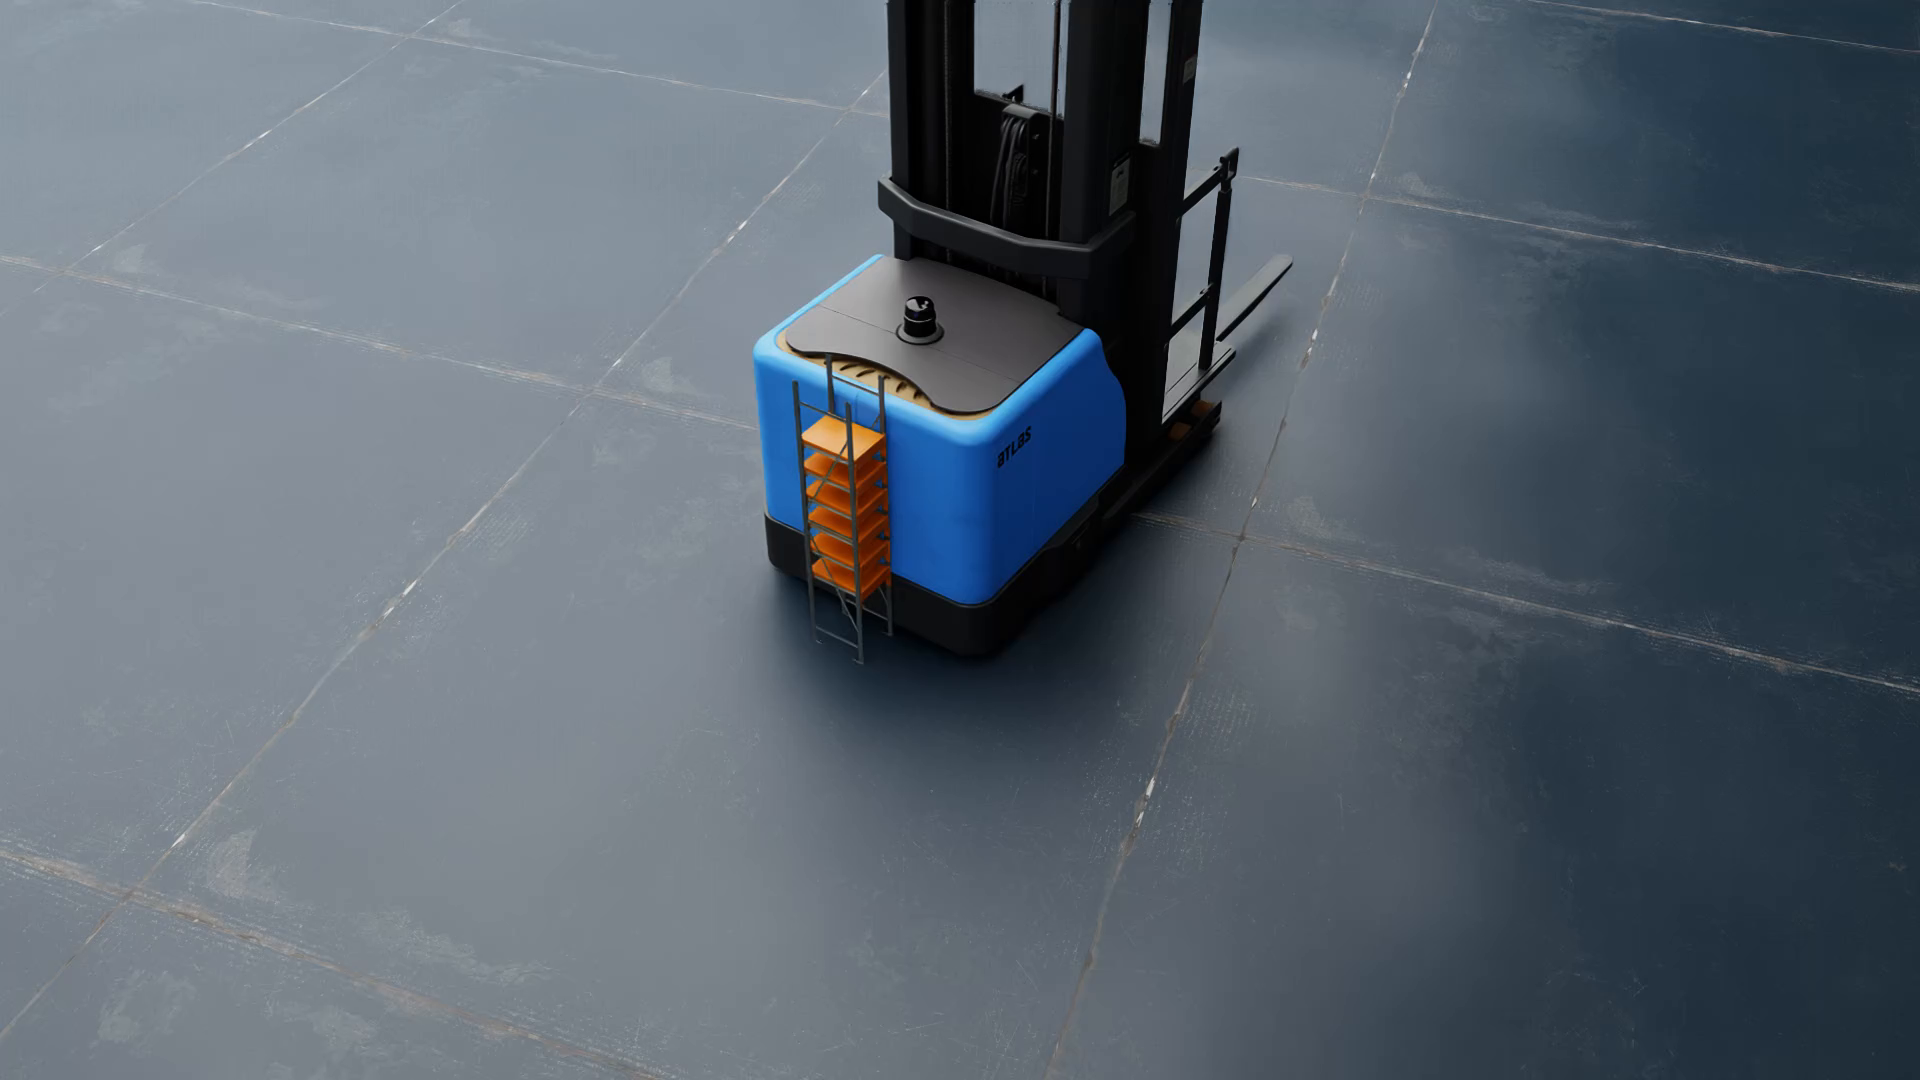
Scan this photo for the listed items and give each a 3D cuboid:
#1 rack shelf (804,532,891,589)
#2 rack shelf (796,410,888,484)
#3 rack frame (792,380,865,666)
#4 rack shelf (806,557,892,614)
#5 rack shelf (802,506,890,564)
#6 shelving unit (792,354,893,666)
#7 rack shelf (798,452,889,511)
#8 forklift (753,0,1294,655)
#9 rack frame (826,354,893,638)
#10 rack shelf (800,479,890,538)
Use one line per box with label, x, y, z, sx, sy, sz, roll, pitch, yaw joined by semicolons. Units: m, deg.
rack shelf;-0.406;0.045;6.027;0.258;0.103;0.180;24;46;25
rack shelf;-0.406;-0.321;5.715;0.258;0.103;0.180;24;46;25
rack frame;-0.457;-0.031;5.862;0.240;1.200;0.006;24;46;25
rack shelf;-0.406;0.136;6.105;0.258;0.103;0.180;24;46;25
rack shelf;-0.406;-0.047;5.949;0.258;0.103;0.180;24;46;25
shelving unit;-0.406;-0.081;5.920;0.258;1.200;0.189;24;46;25
rack shelf;-0.406;-0.229;5.793;0.258;0.103;0.180;24;46;25
forklift;0.482;-1.613;6.382;1.130;2.935;3.031;24;46;25
rack frame;-0.355;-0.130;5.978;0.240;1.200;0.006;24;46;25
rack shelf;-0.406;-0.138;5.871;0.258;0.103;0.180;24;46;25
